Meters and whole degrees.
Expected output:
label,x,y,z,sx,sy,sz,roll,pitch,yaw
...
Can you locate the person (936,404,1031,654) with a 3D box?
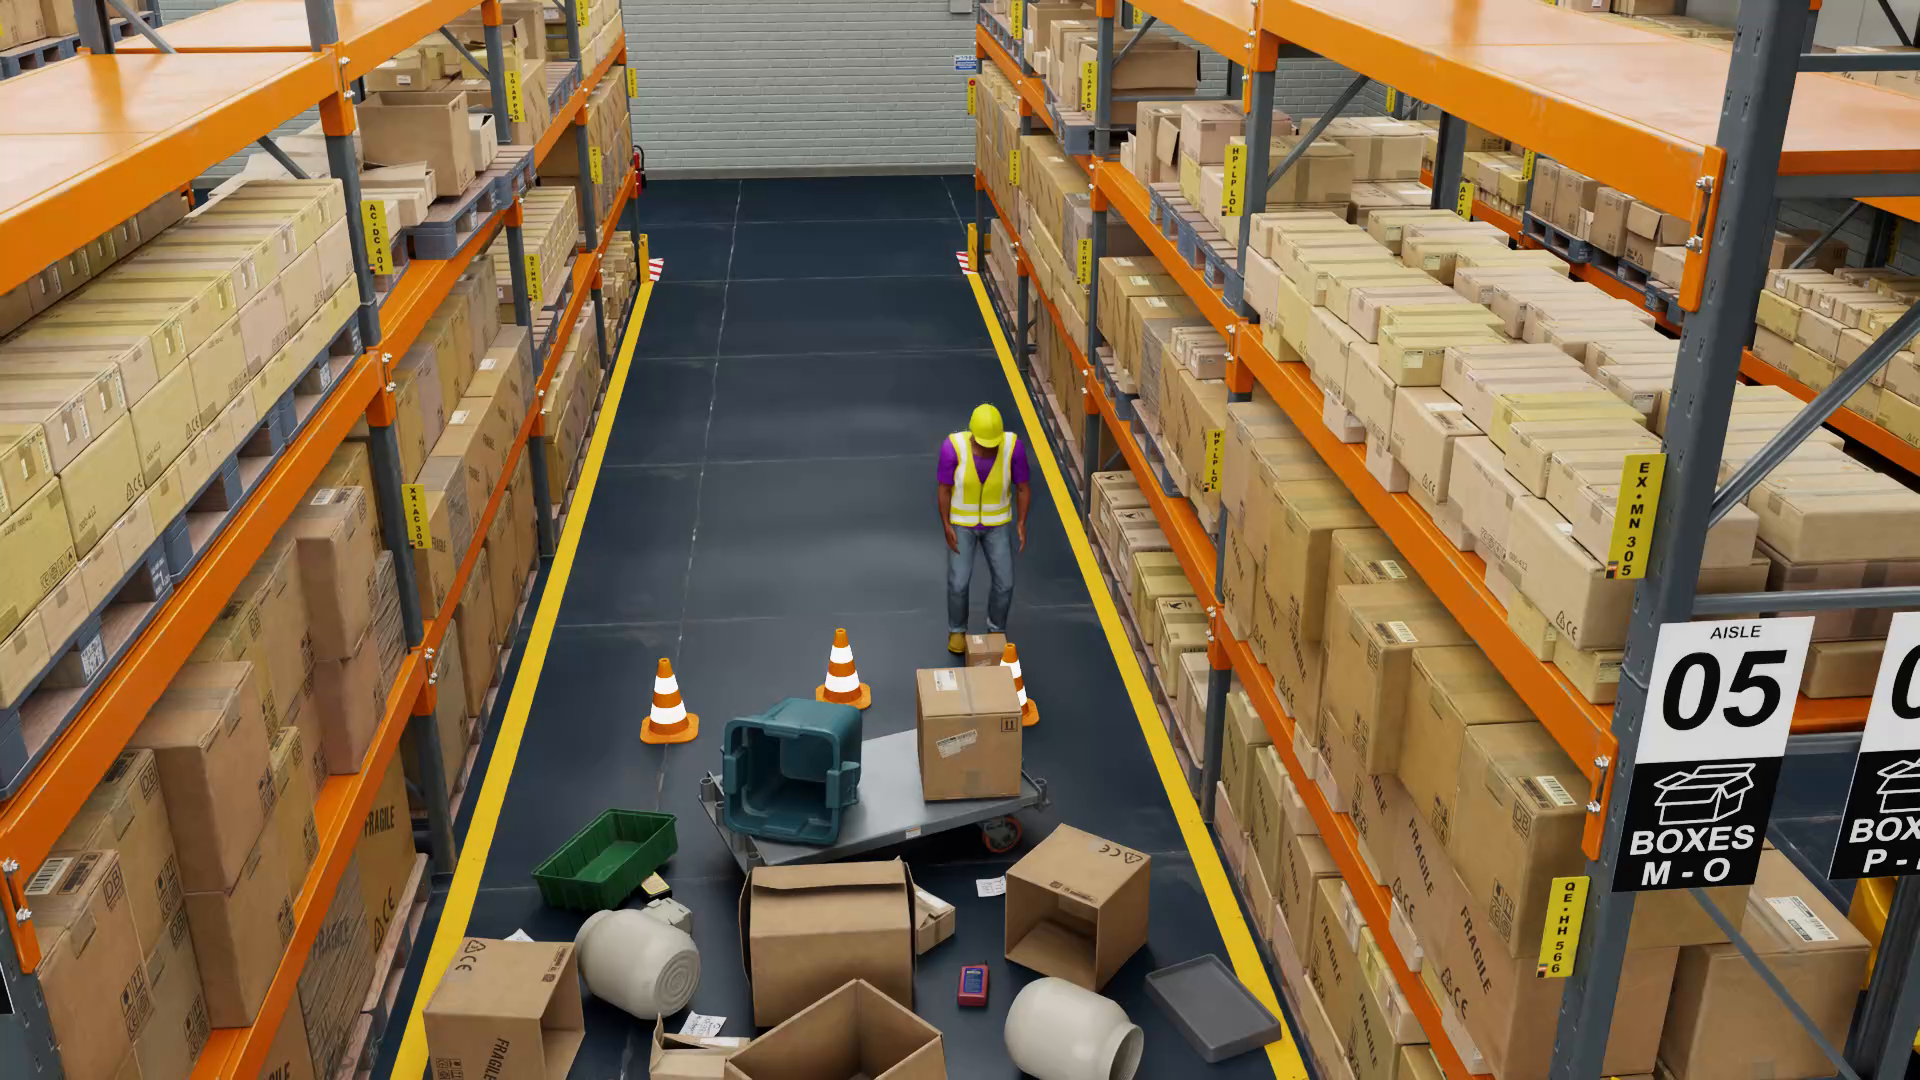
label,x,y,z,sx,sy,sz,roll,pitch,yaw
person,0.152,-0.088,10.593,0.598,1.692,0.491,-2,24,-4
